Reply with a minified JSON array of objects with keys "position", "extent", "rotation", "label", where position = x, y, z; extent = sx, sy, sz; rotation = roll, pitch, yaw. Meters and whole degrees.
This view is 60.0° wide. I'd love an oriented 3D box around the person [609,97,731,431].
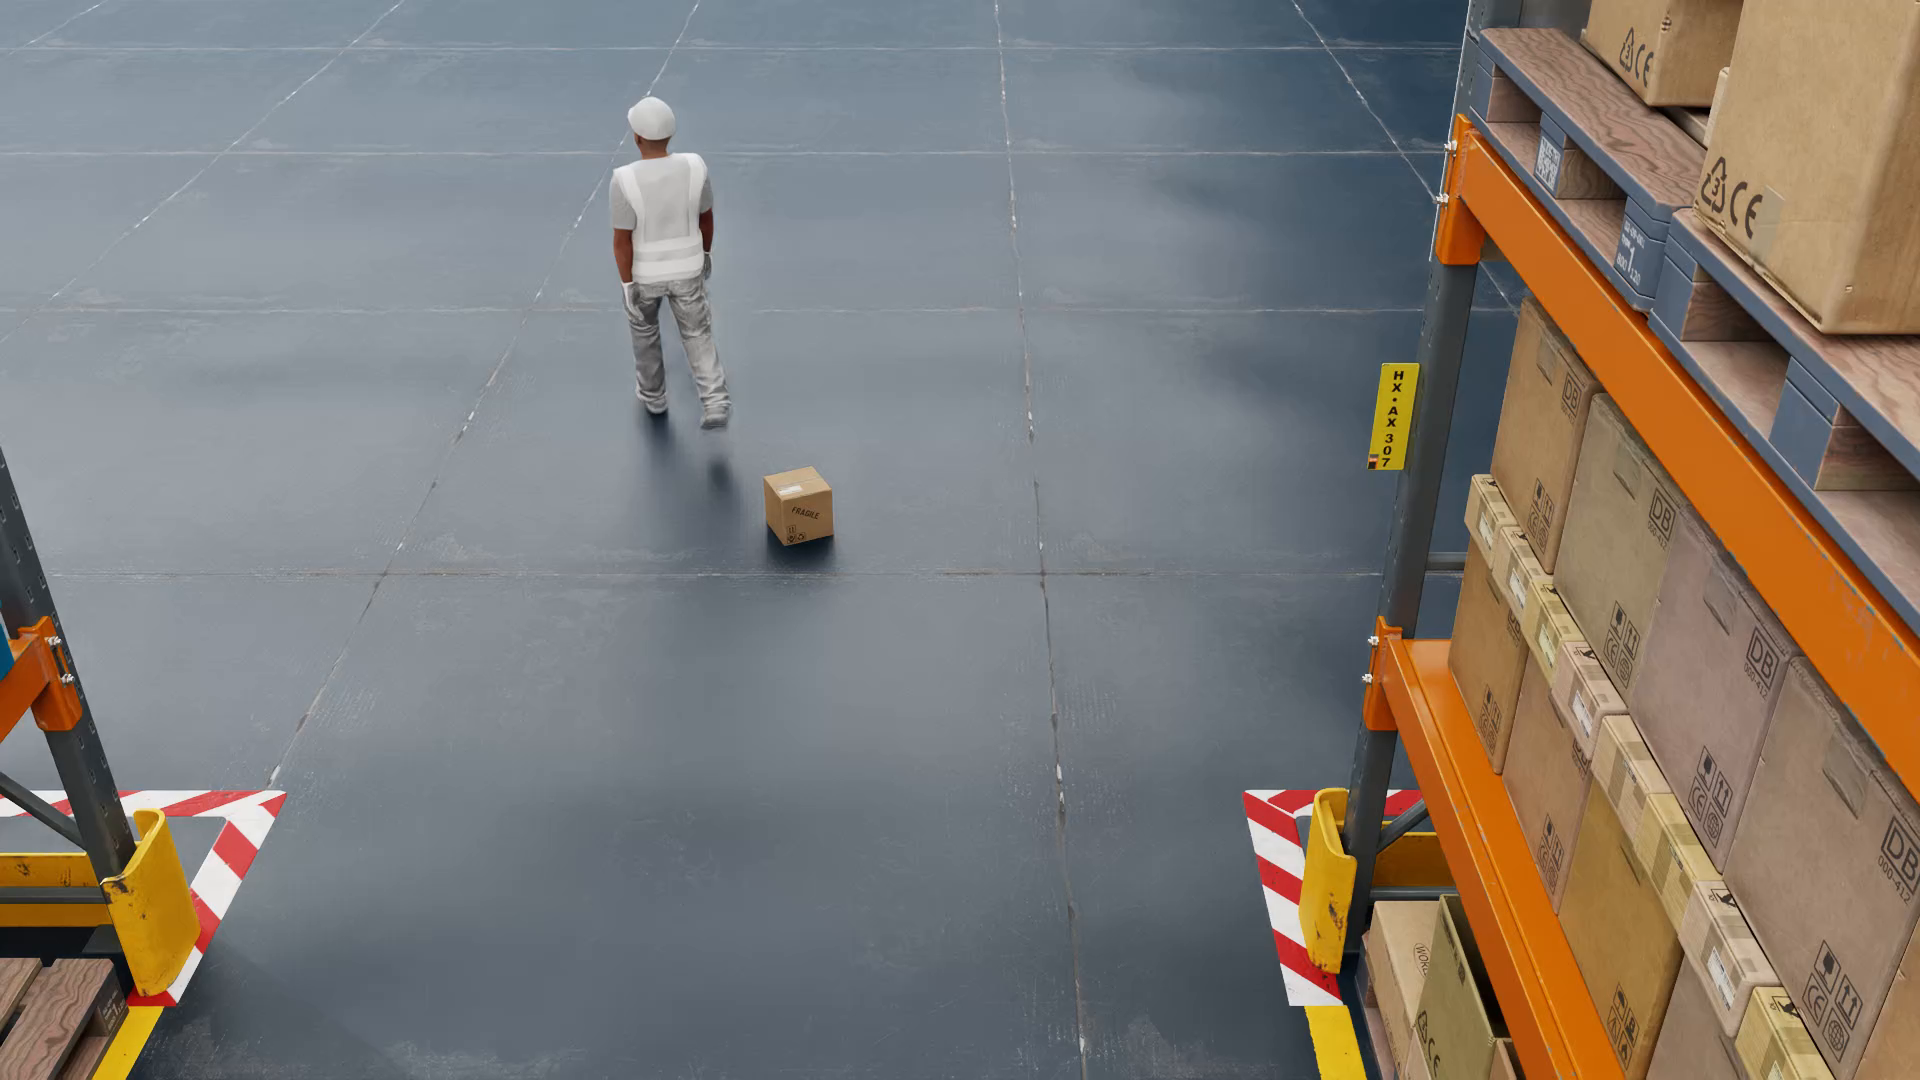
[{"position":[-1.471,-1.360,8.346],"extent":[0.540,1.750,0.930],"rotation":[-12,33,-19],"label":"person"}]
